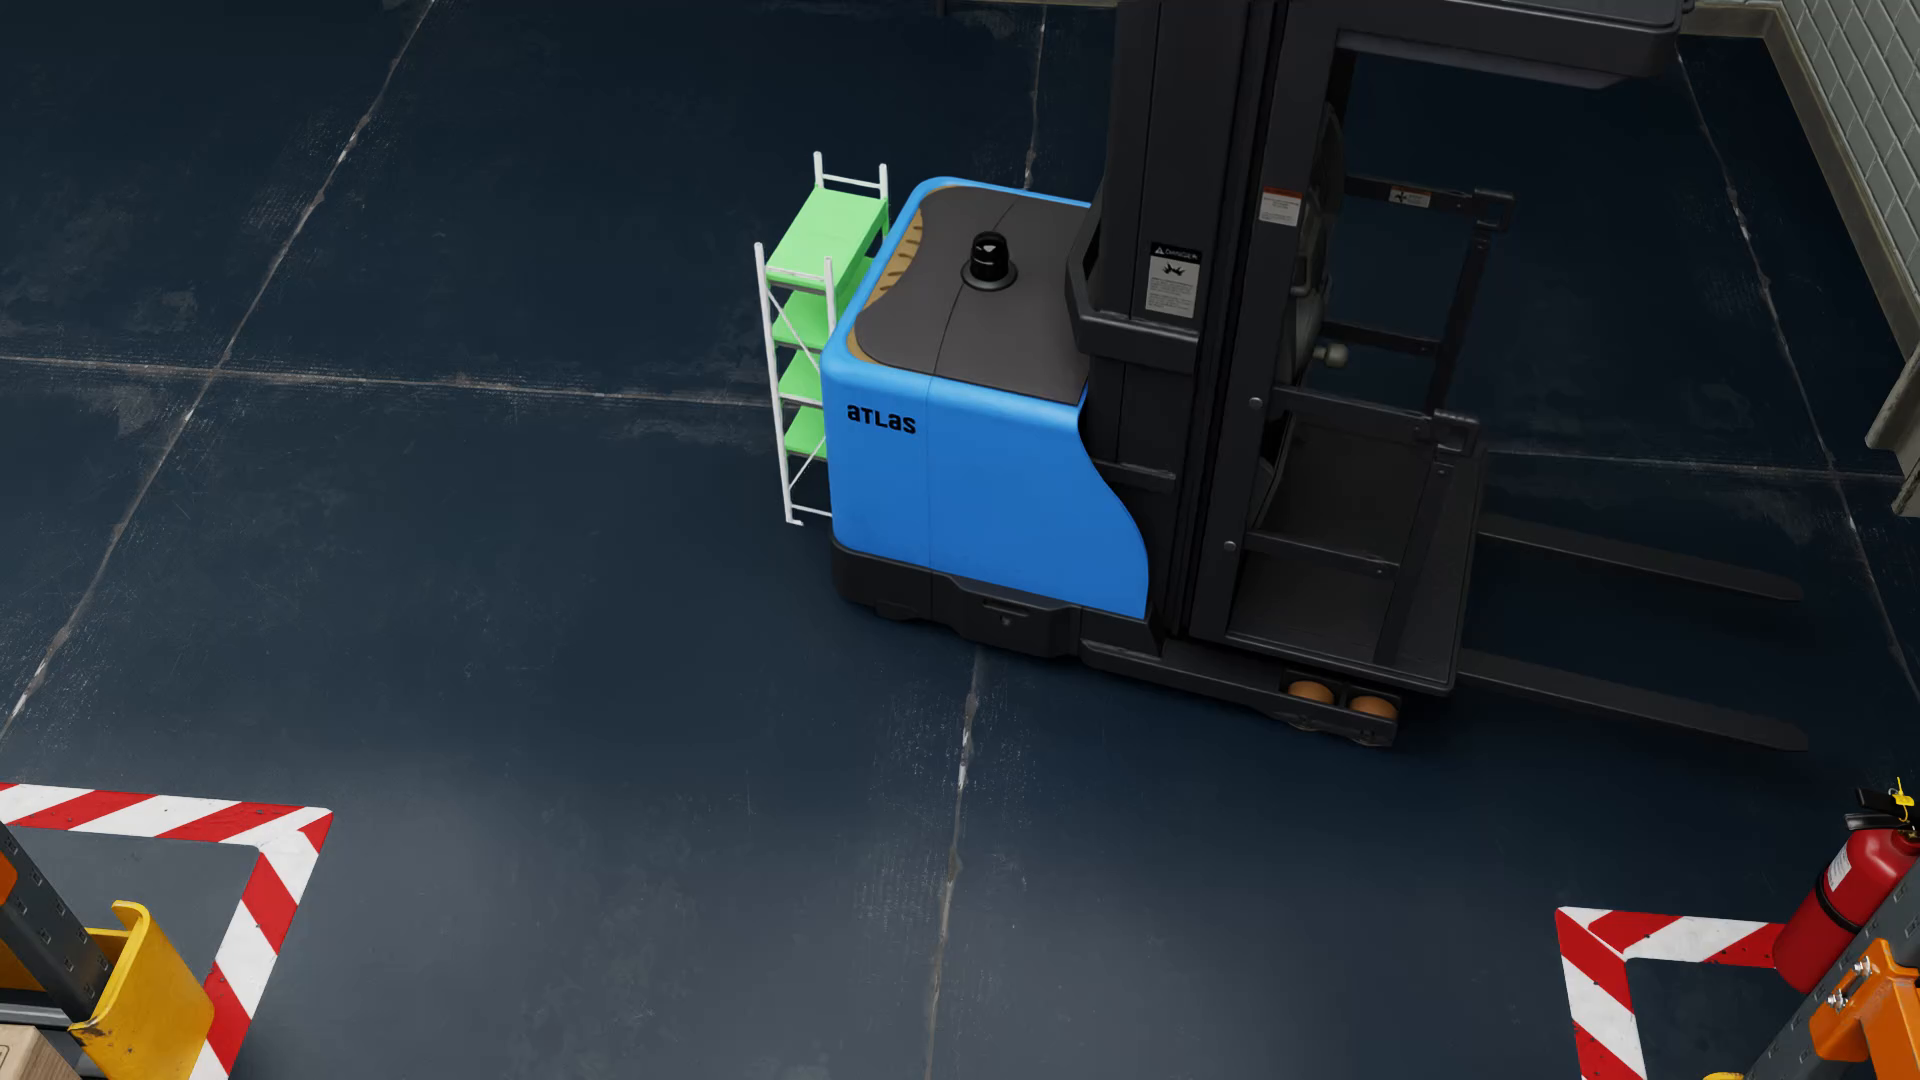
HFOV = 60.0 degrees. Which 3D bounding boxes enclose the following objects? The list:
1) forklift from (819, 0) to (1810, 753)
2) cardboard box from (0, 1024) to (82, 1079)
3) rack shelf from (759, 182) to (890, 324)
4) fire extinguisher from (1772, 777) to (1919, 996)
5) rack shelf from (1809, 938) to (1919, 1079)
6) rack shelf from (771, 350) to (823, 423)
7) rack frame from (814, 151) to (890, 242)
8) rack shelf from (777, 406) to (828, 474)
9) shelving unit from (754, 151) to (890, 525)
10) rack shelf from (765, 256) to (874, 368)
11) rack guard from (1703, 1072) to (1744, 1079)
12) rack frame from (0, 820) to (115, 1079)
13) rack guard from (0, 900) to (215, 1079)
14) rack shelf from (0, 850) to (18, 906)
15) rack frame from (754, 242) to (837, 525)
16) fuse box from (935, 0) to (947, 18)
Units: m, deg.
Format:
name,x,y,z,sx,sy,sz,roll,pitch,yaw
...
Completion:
name,x,y,z,sx,sy,sz,roll,pitch,yaw
forklift,1.152,-0.792,4.488,3.031,2.935,1.130,13,49,12
cardboard box,-2.598,1.571,3.732,0.875,0.438,0.875,2,48,2
rack shelf,-0.418,-0.899,5.195,0.258,0.148,0.480,13,49,12
fire extinguisher,1.859,0.700,3.382,0.296,0.674,0.183,4,48,4
rack shelf,2.124,2.400,2.010,1.077,0.370,4.000,4,48,4
rack shelf,-0.417,-0.575,5.549,0.258,0.148,0.480,13,49,12
rack frame,-0.343,-0.789,5.659,0.240,1.200,0.015,13,49,12
rack shelf,-0.417,-0.413,5.726,0.258,0.148,0.480,13,49,12
shelving unit,-0.417,-0.618,5.502,0.258,1.200,0.503,13,49,12
rack shelf,-0.418,-0.737,5.372,0.258,0.148,0.480,13,49,12
rack guard,2.299,1.587,3.960,1.175,0.500,0.348,4,48,4
rack frame,-2.637,0.356,3.391,1.000,3.000,0.127,4,48,4
rack guard,-2.635,1.182,4.330,1.175,0.500,0.348,4,48,4
rack shelf,-2.820,2.069,2.313,1.077,0.370,4.000,4,48,4
rack frame,-0.491,-0.446,5.345,0.240,1.200,0.015,13,49,12
fuse box,-0.068,-3.106,7.431,0.539,1.711,0.414,4,48,4
